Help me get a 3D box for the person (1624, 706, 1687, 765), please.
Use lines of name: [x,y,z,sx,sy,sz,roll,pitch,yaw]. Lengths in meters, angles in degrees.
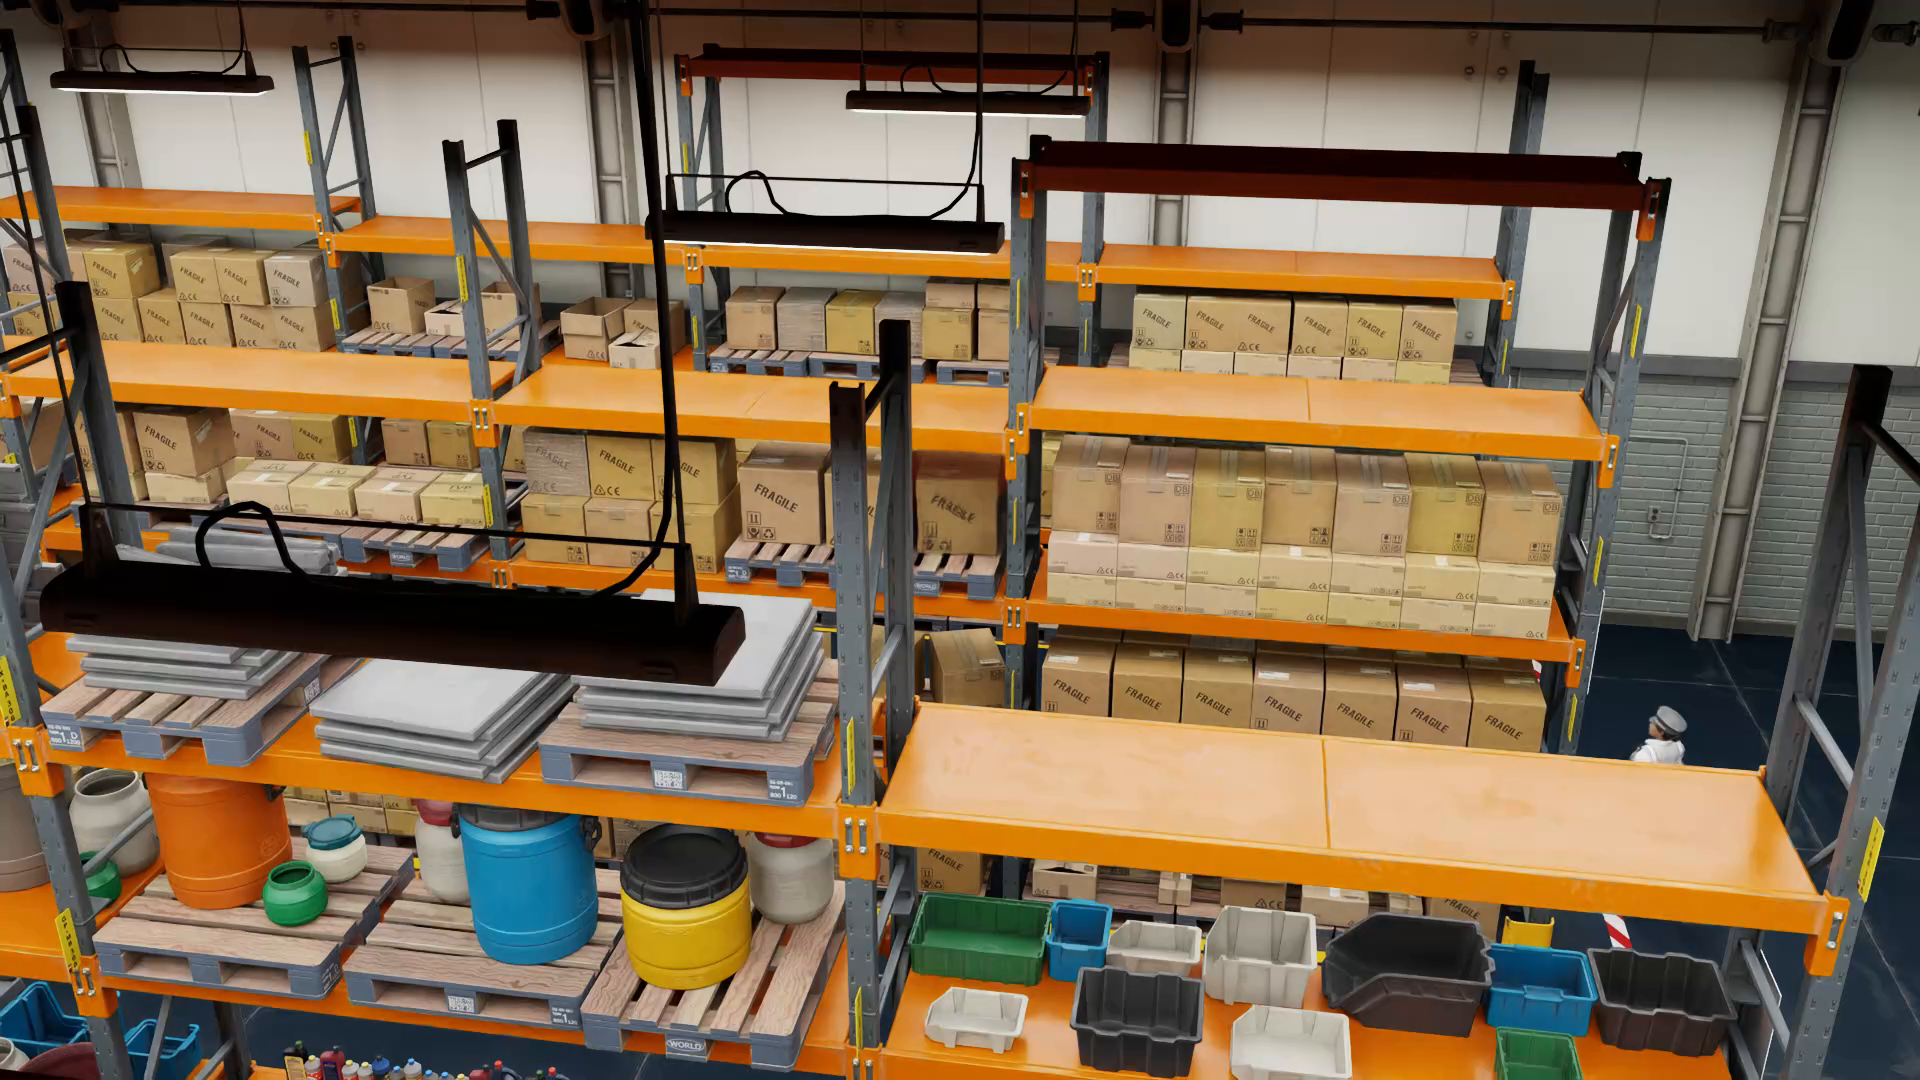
person: [5.461,2.066,13.285,0.501,1.686,0.451,-6,24,-13]
